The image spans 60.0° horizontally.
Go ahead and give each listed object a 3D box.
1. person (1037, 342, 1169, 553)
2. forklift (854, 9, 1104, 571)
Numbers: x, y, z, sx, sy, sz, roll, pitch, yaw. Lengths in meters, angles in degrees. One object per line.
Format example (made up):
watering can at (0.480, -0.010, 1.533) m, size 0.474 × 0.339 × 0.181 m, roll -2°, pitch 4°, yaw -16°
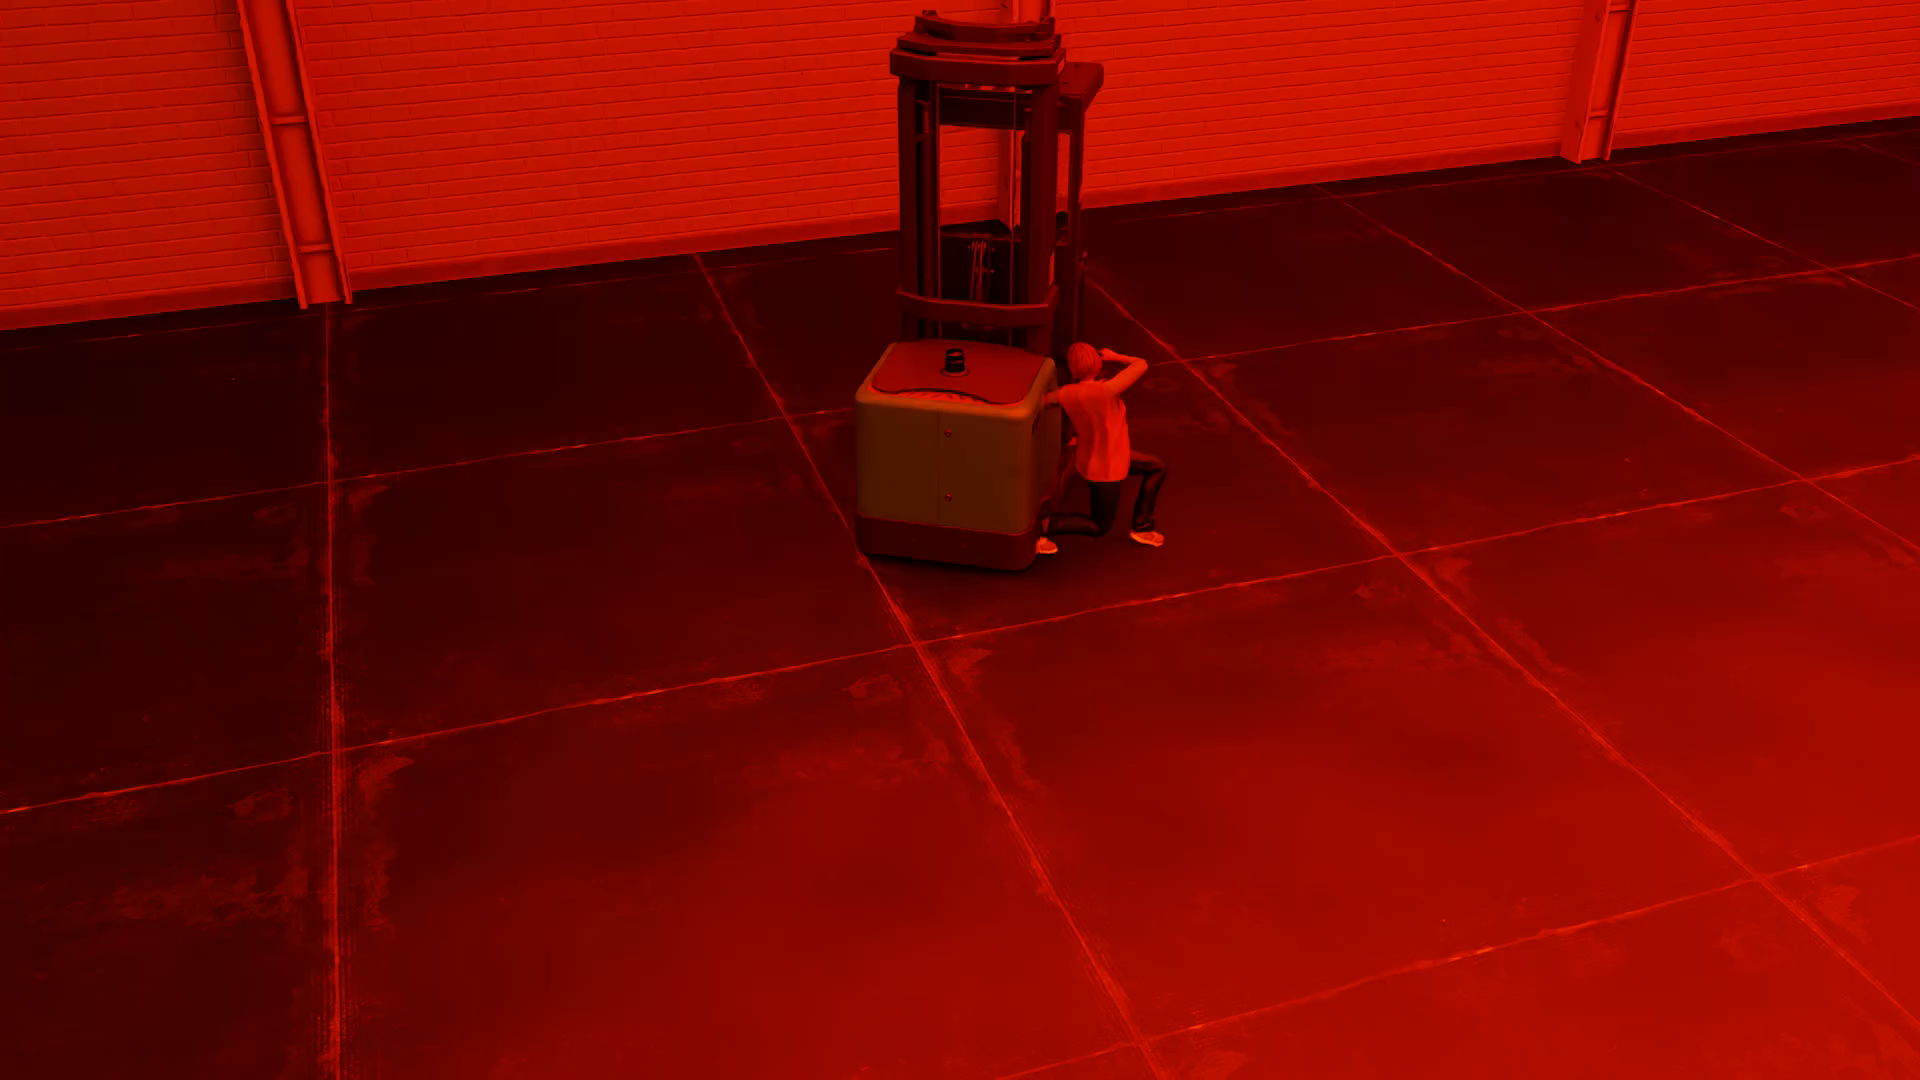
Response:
person at (0.744, -0.586, 9.727) m, size 0.882 × 1.318 × 0.776 m, roll -10°, pitch 31°, yaw -16°
forklift at (0.237, -1.815, 10.241) m, size 1.130 × 2.935 × 3.031 m, roll 7°, pitch 31°, yaw 12°
